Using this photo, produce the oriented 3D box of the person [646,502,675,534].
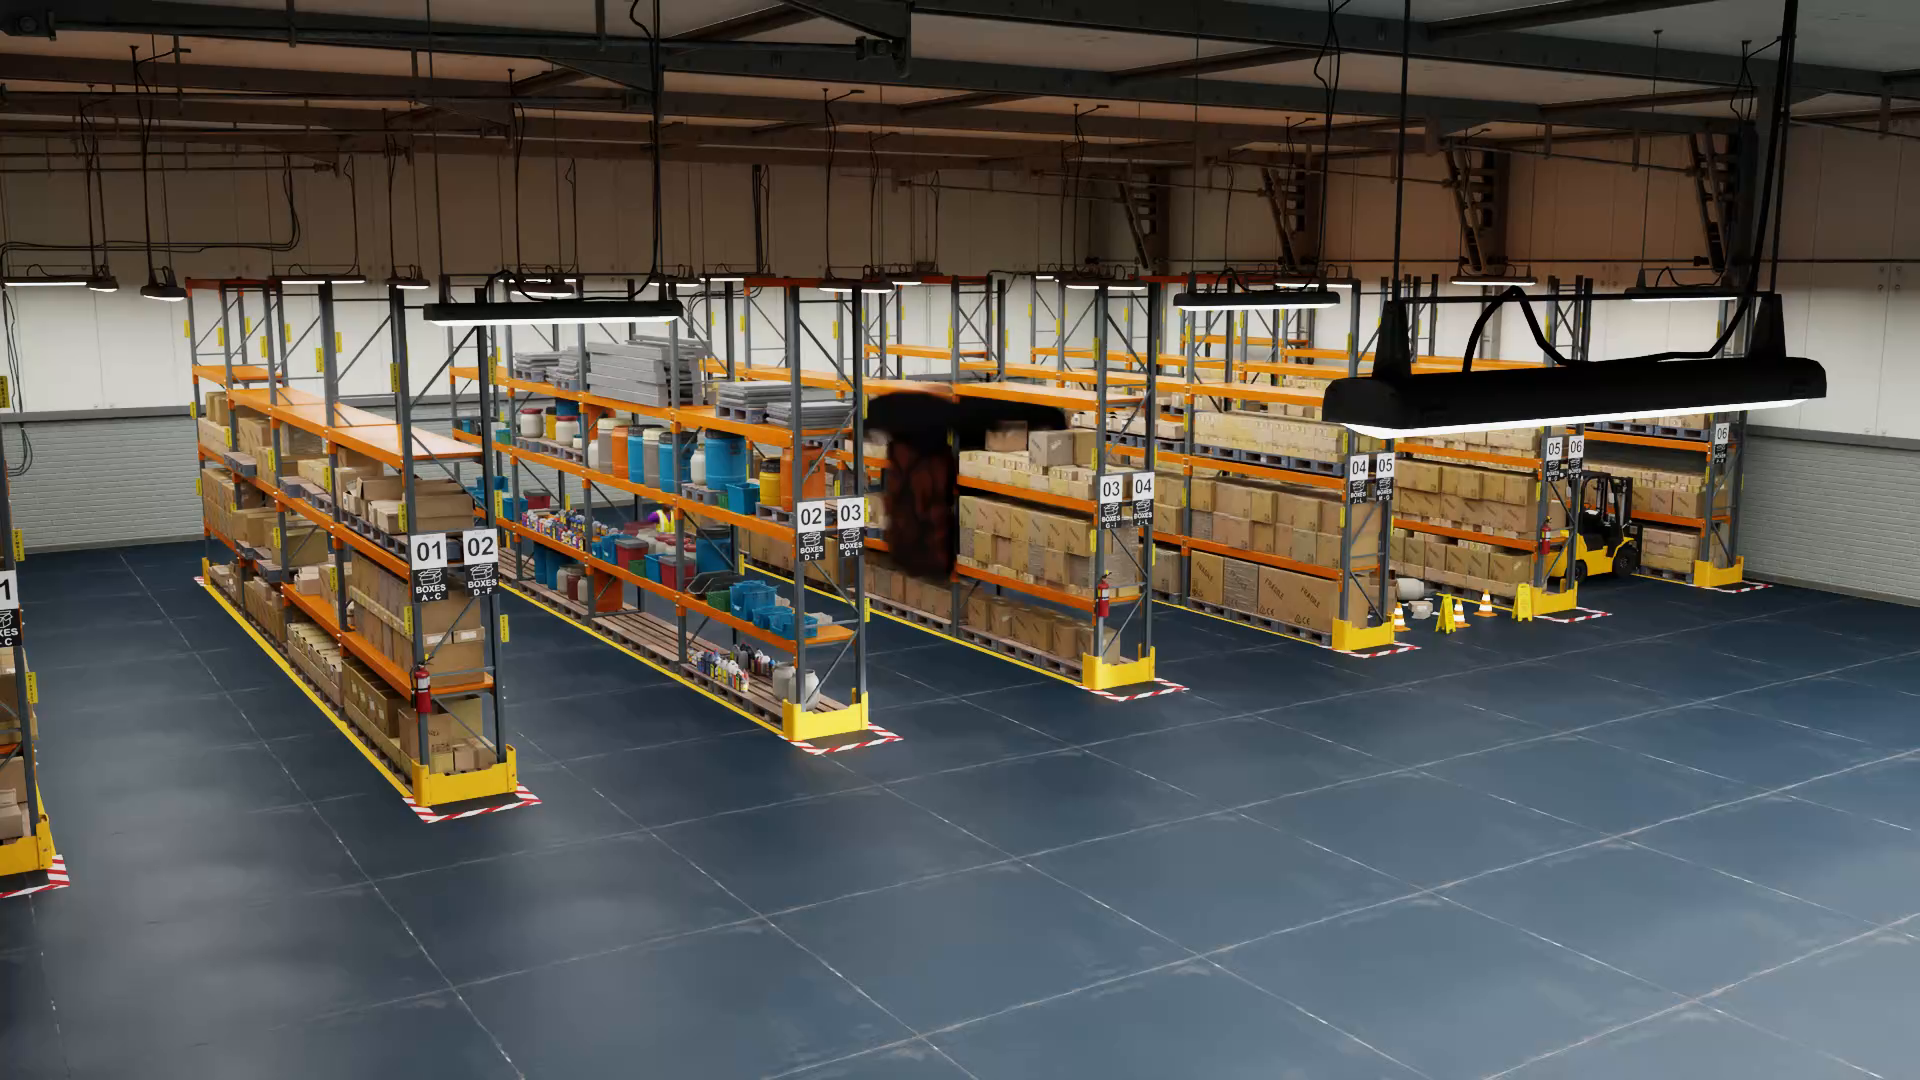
[{"bbox_3d":[-5.723,0.005,32.505,0.683,1.727,0.730,-9,13,-42],"label":"person"}]
